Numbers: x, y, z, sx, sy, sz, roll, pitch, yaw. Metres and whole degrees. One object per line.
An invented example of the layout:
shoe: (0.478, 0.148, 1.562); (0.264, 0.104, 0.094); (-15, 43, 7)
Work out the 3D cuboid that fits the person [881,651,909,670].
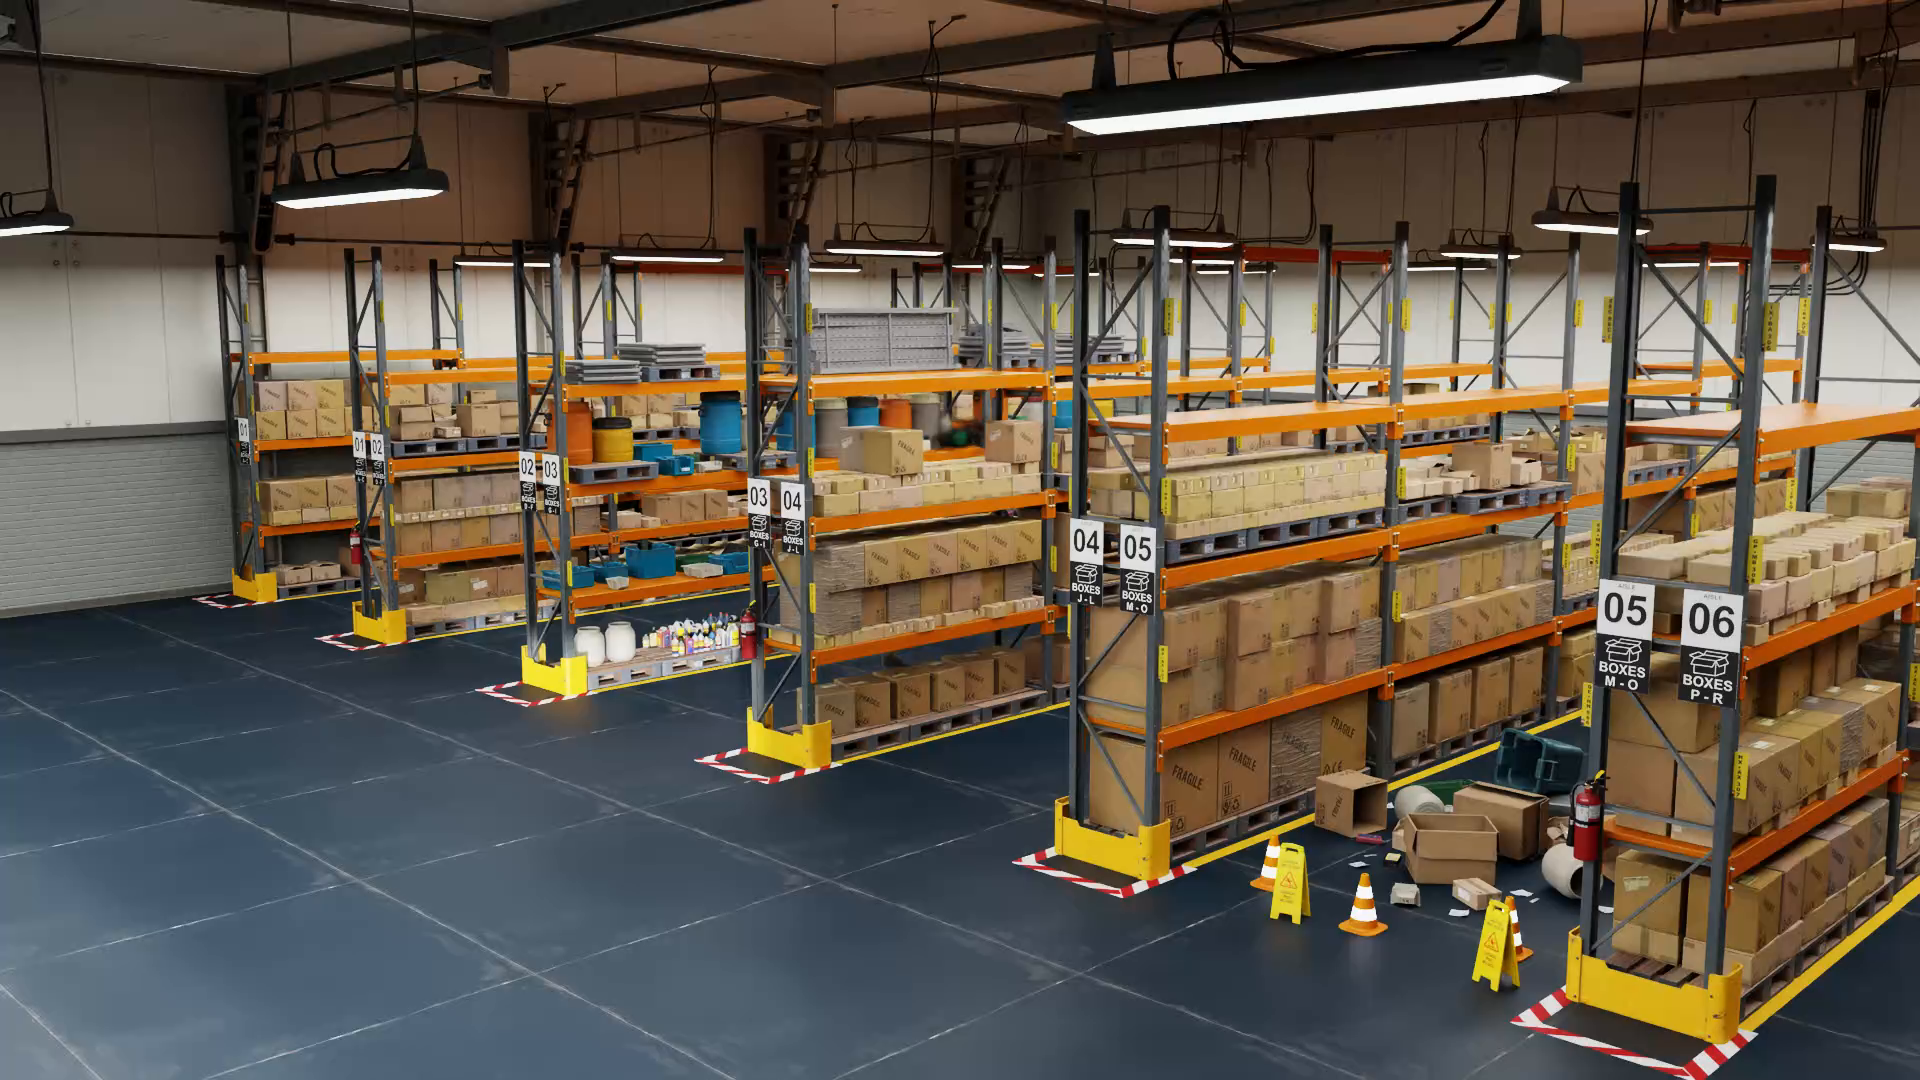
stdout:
person: (-0.920, 1.201, 22.118); (0.609, 1.646, 0.906); (6, 10, 35)
